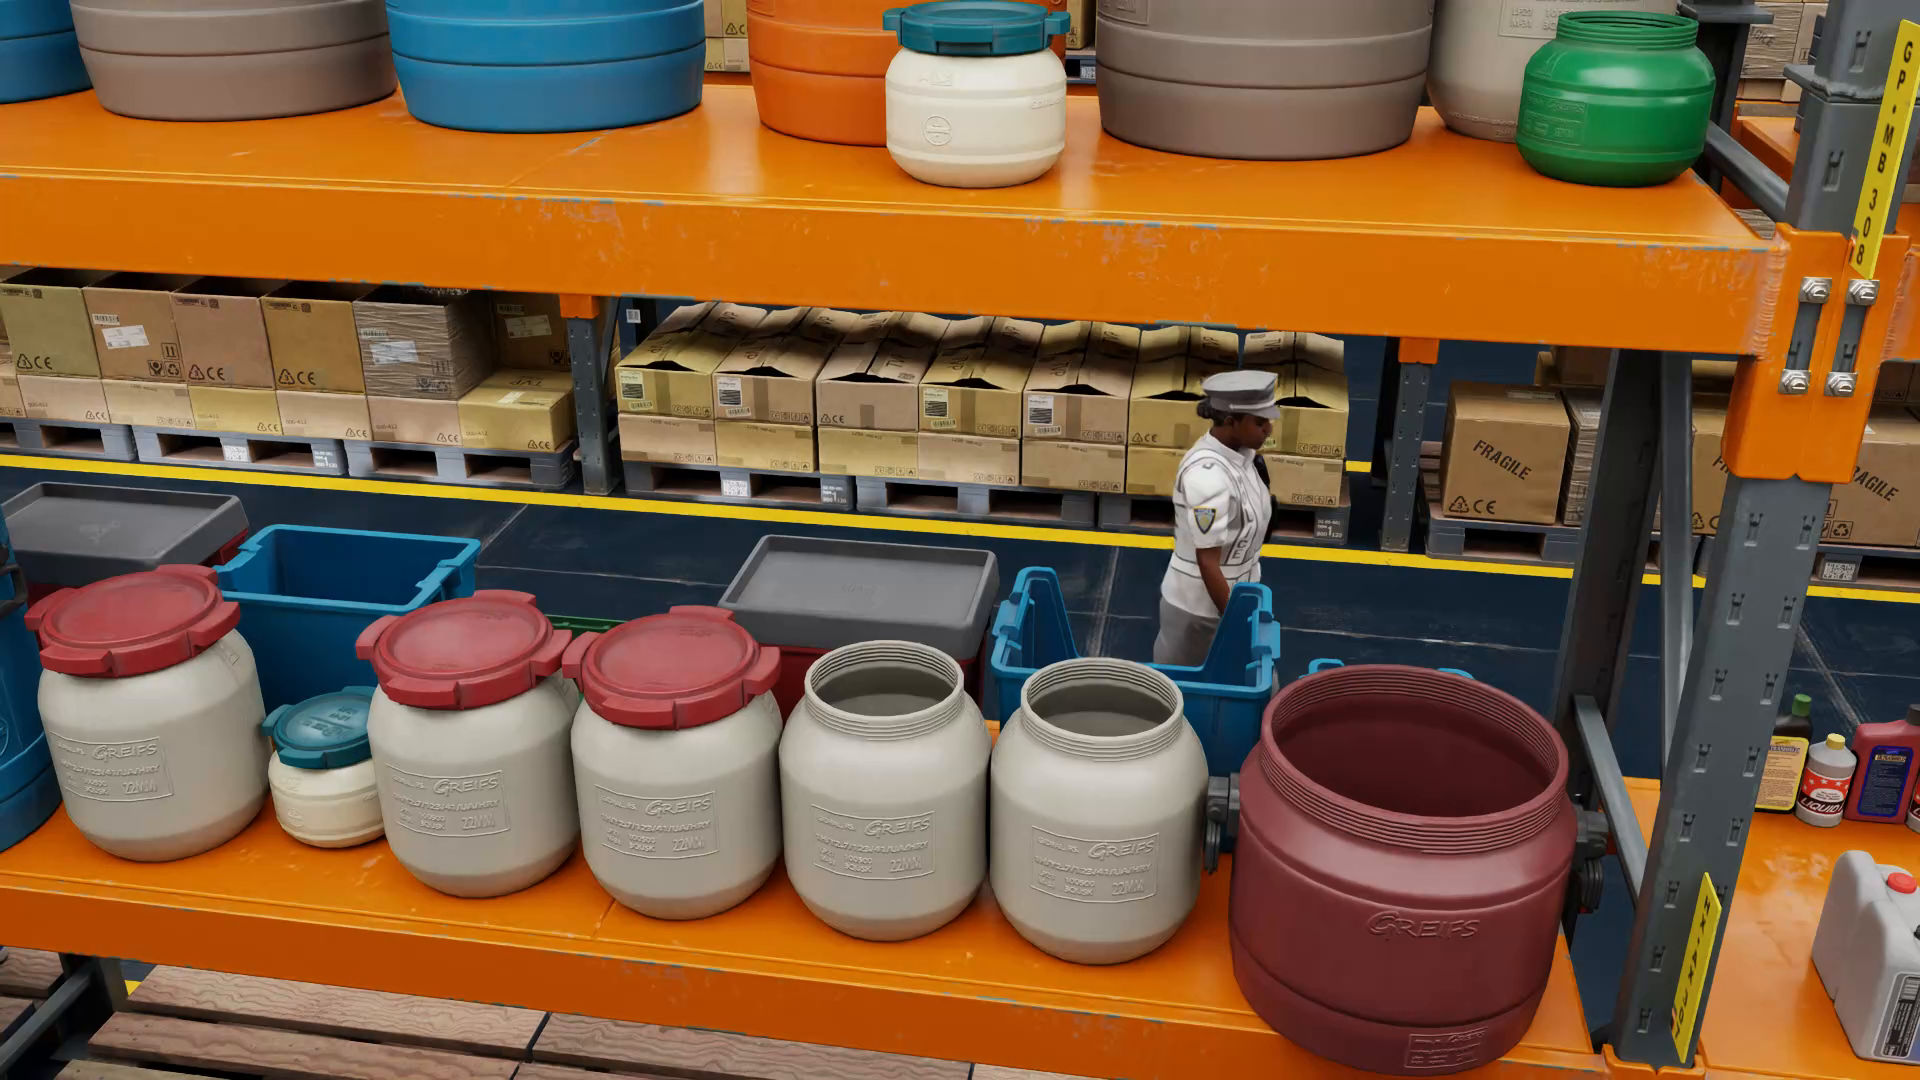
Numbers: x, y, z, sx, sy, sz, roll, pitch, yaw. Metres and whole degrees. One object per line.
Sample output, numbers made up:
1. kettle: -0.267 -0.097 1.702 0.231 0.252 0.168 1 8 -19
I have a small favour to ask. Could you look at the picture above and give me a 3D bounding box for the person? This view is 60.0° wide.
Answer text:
1. person: 0.872 0.209 5.645 0.910 1.630 0.450 13 28 26
